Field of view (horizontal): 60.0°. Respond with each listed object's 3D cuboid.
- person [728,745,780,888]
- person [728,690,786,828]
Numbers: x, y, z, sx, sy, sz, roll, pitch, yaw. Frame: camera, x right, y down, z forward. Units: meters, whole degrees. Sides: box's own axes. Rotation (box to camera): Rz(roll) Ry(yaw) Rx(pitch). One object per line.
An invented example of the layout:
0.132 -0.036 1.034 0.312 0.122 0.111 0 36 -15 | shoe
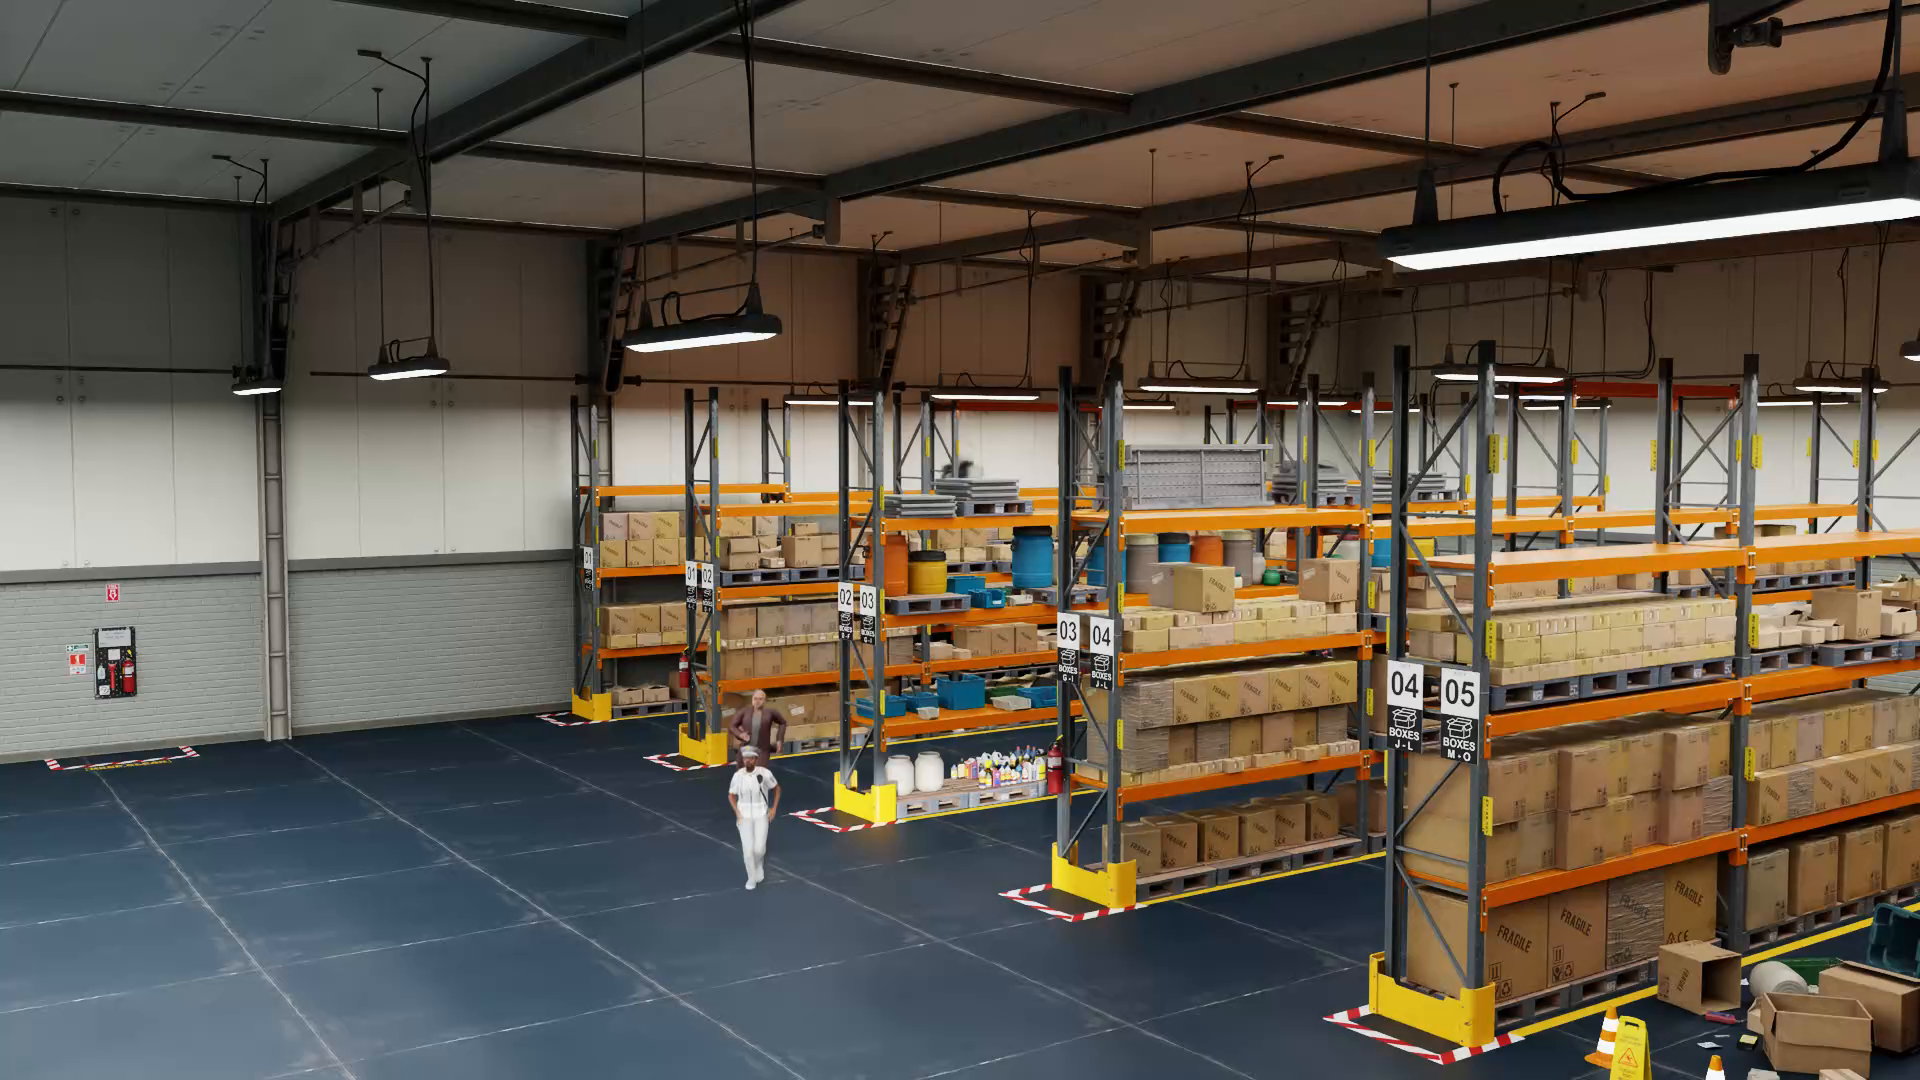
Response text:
-2.379 3.187 19.126 0.588 1.663 0.512 0 3 0 | person
-2.769 2.928 22.569 0.741 1.816 0.931 0 3 7 | person
